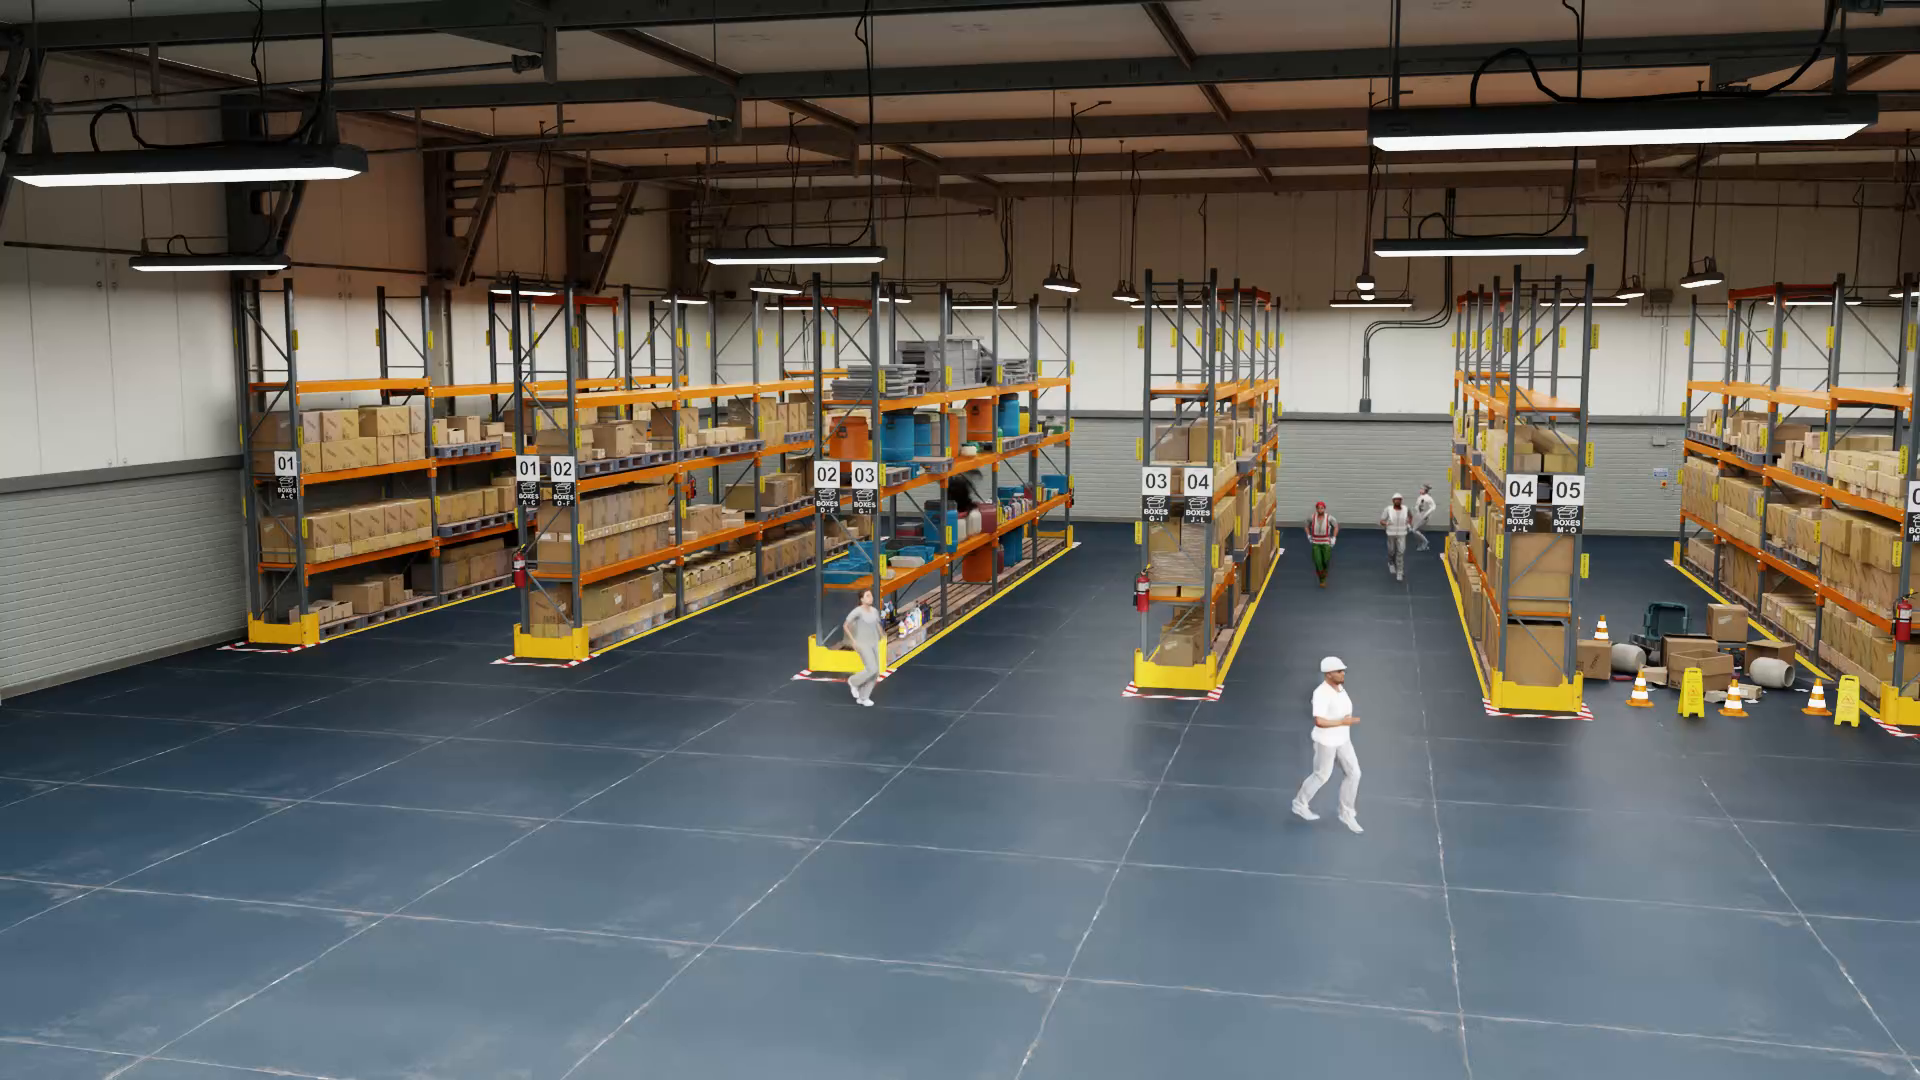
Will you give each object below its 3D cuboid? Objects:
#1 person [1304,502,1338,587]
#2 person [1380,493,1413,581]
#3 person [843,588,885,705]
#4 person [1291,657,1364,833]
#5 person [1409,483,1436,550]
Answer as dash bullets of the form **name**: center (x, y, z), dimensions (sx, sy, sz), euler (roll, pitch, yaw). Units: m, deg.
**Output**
- **person**: center (7.374, 0.070, 34.020), dimensions (0.662, 1.740, 0.593), euler (2, 7, 17)
- **person**: center (9.164, -0.095, 34.931), dimensions (0.682, 1.787, 0.978), euler (1, 7, 10)
- **person**: center (-1.267, 1.468, 22.810), dimensions (0.559, 1.628, 0.568), euler (7, 9, 43)
- **person**: center (3.788, 2.096, 17.046), dimensions (0.787, 1.831, 0.676), euler (6, 9, 40)
- **person**: center (10.947, -0.539, 39.477), dimensions (0.538, 1.627, 0.623), euler (0, 7, 0)
